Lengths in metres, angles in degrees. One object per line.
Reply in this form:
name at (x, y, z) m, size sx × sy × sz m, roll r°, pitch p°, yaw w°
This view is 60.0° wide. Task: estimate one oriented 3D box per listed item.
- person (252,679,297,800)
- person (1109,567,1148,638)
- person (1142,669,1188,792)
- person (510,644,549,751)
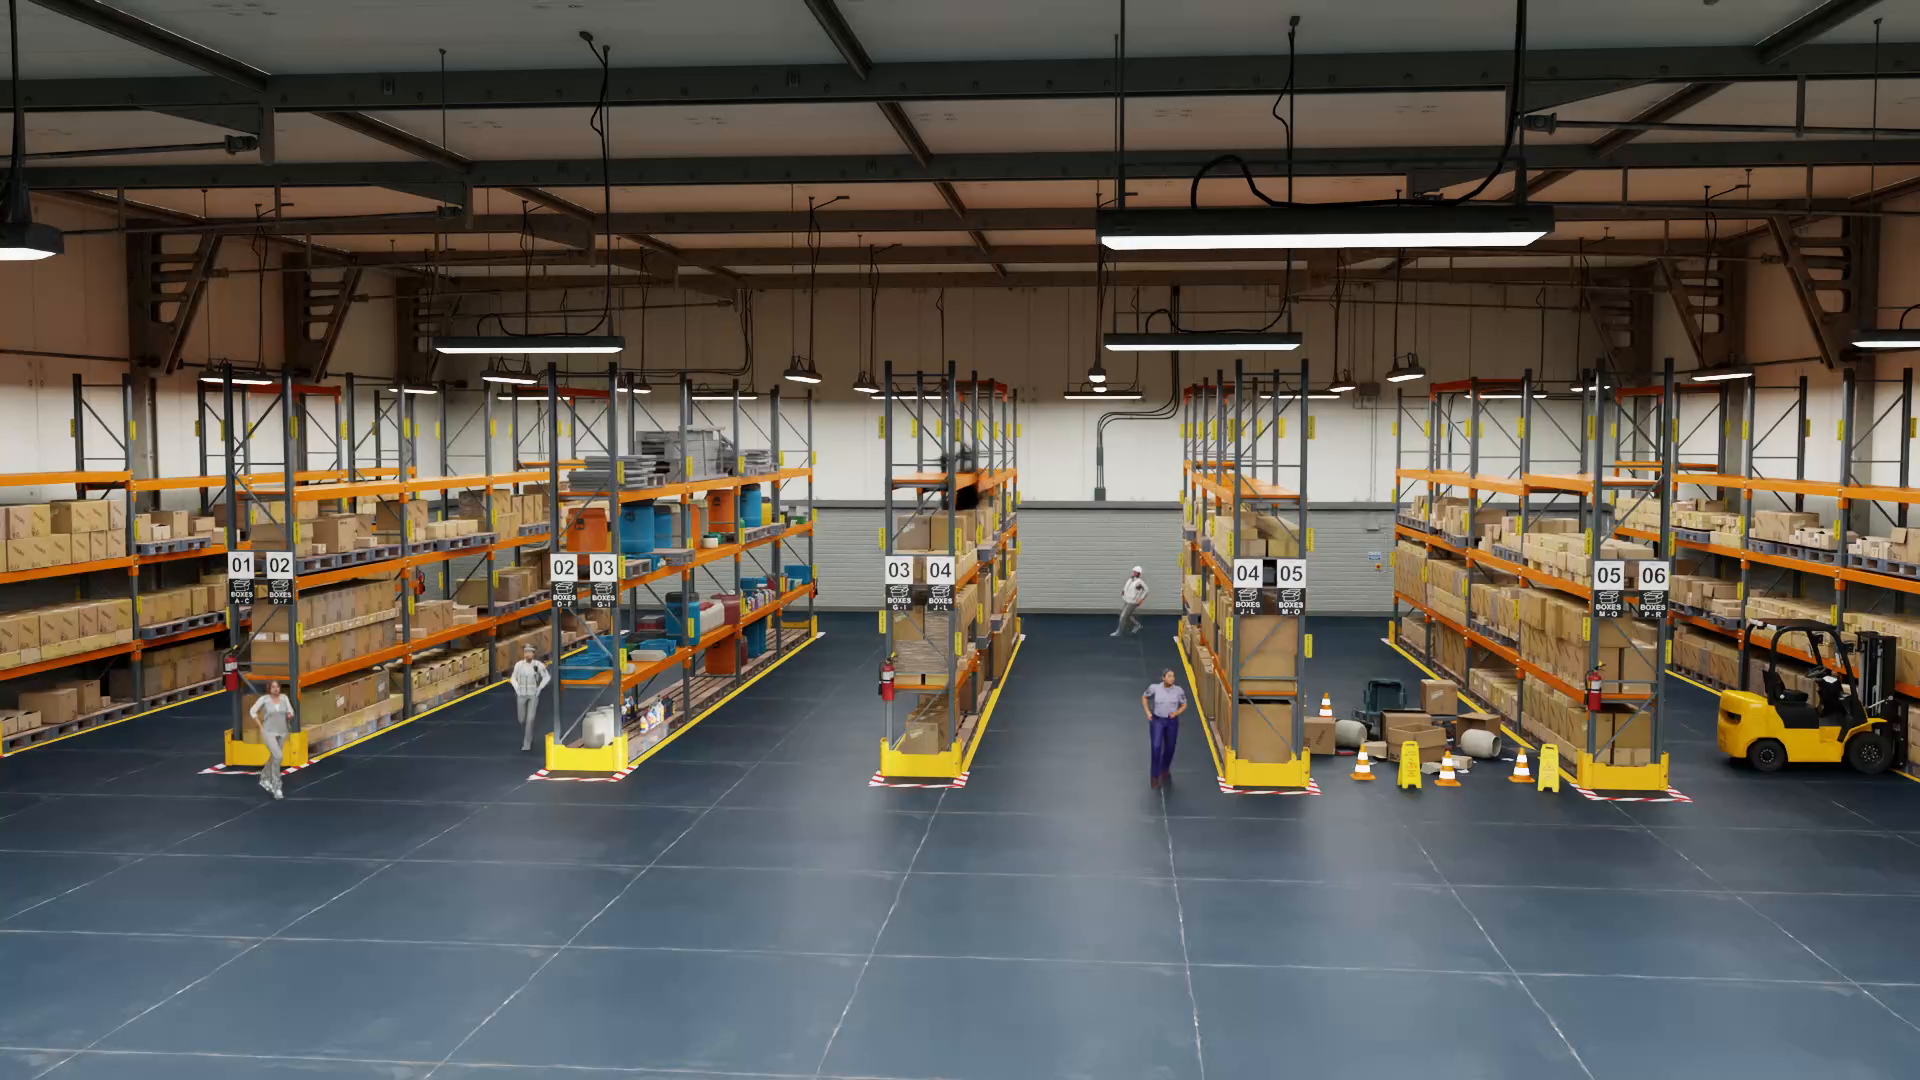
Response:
person at (-9.367, 2.709, 22.801) m, size 0.743 × 1.638 × 0.514 m, roll 3°, pitch 5°, yaw 39°
person at (4.070, 1.501, 40.077) m, size 0.891 × 1.715 × 0.708 m, roll -2°, pitch 4°, yaw -25°
person at (2.913, 2.696, 23.450) m, size 0.608 × 1.579 × 0.862 m, roll 0°, pitch 4°, yaw -5°
person at (-6.782, 2.454, 26.171) m, size 0.604 × 1.664 × 0.638 m, roll 0°, pitch 4°, yaw -3°
